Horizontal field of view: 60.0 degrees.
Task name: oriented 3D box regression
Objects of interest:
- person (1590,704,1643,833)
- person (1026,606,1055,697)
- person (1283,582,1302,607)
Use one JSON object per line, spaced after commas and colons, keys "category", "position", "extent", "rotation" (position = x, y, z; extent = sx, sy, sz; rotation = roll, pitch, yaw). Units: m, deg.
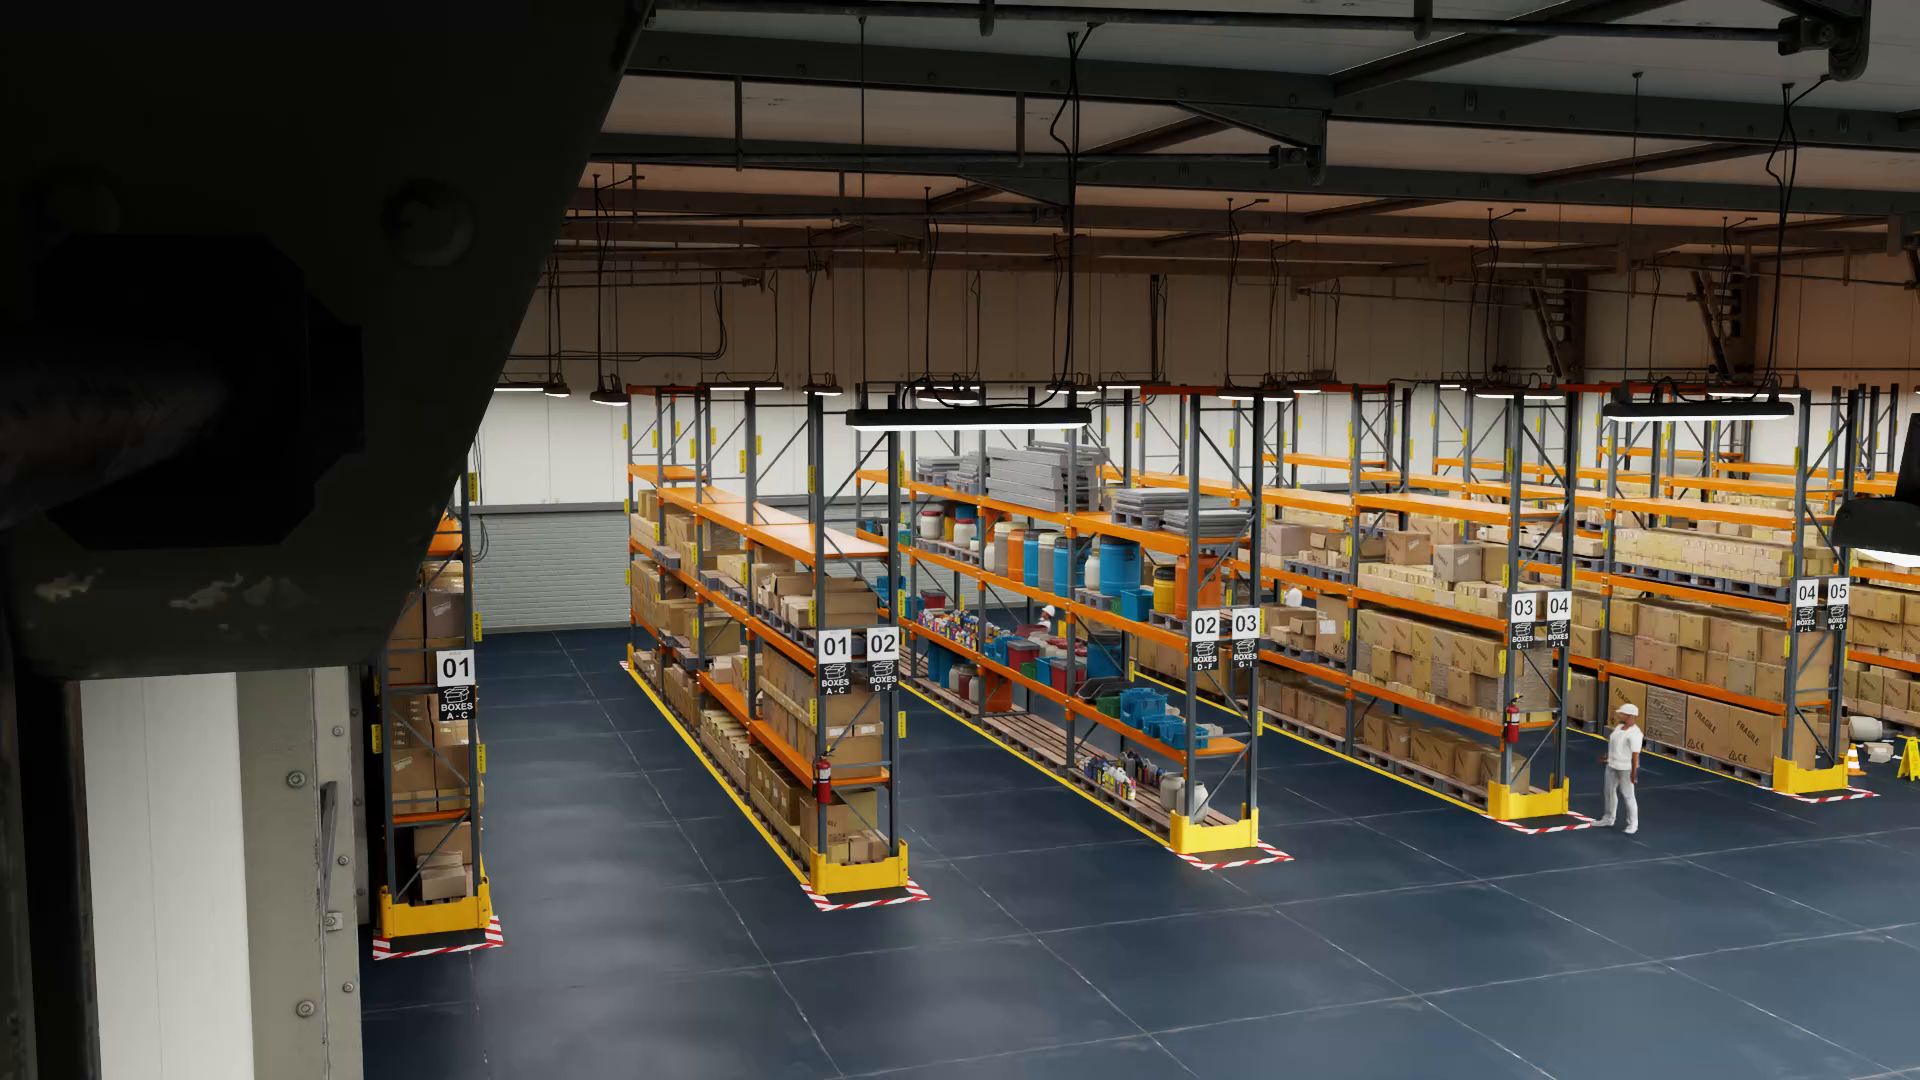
{"category": "person", "position": [9.004, 3.092, 22.763], "extent": [0.431, 1.771, 0.793], "rotation": [-2, 6, -19]}
{"category": "person", "position": [1.529, 2.139, 31.954], "extent": [0.519, 1.737, 0.585], "rotation": [2, 6, 16]}
{"category": "person", "position": [7.187, 1.709, 36.275], "extent": [0.438, 1.796, 0.624], "rotation": [-1, 6, -11]}
